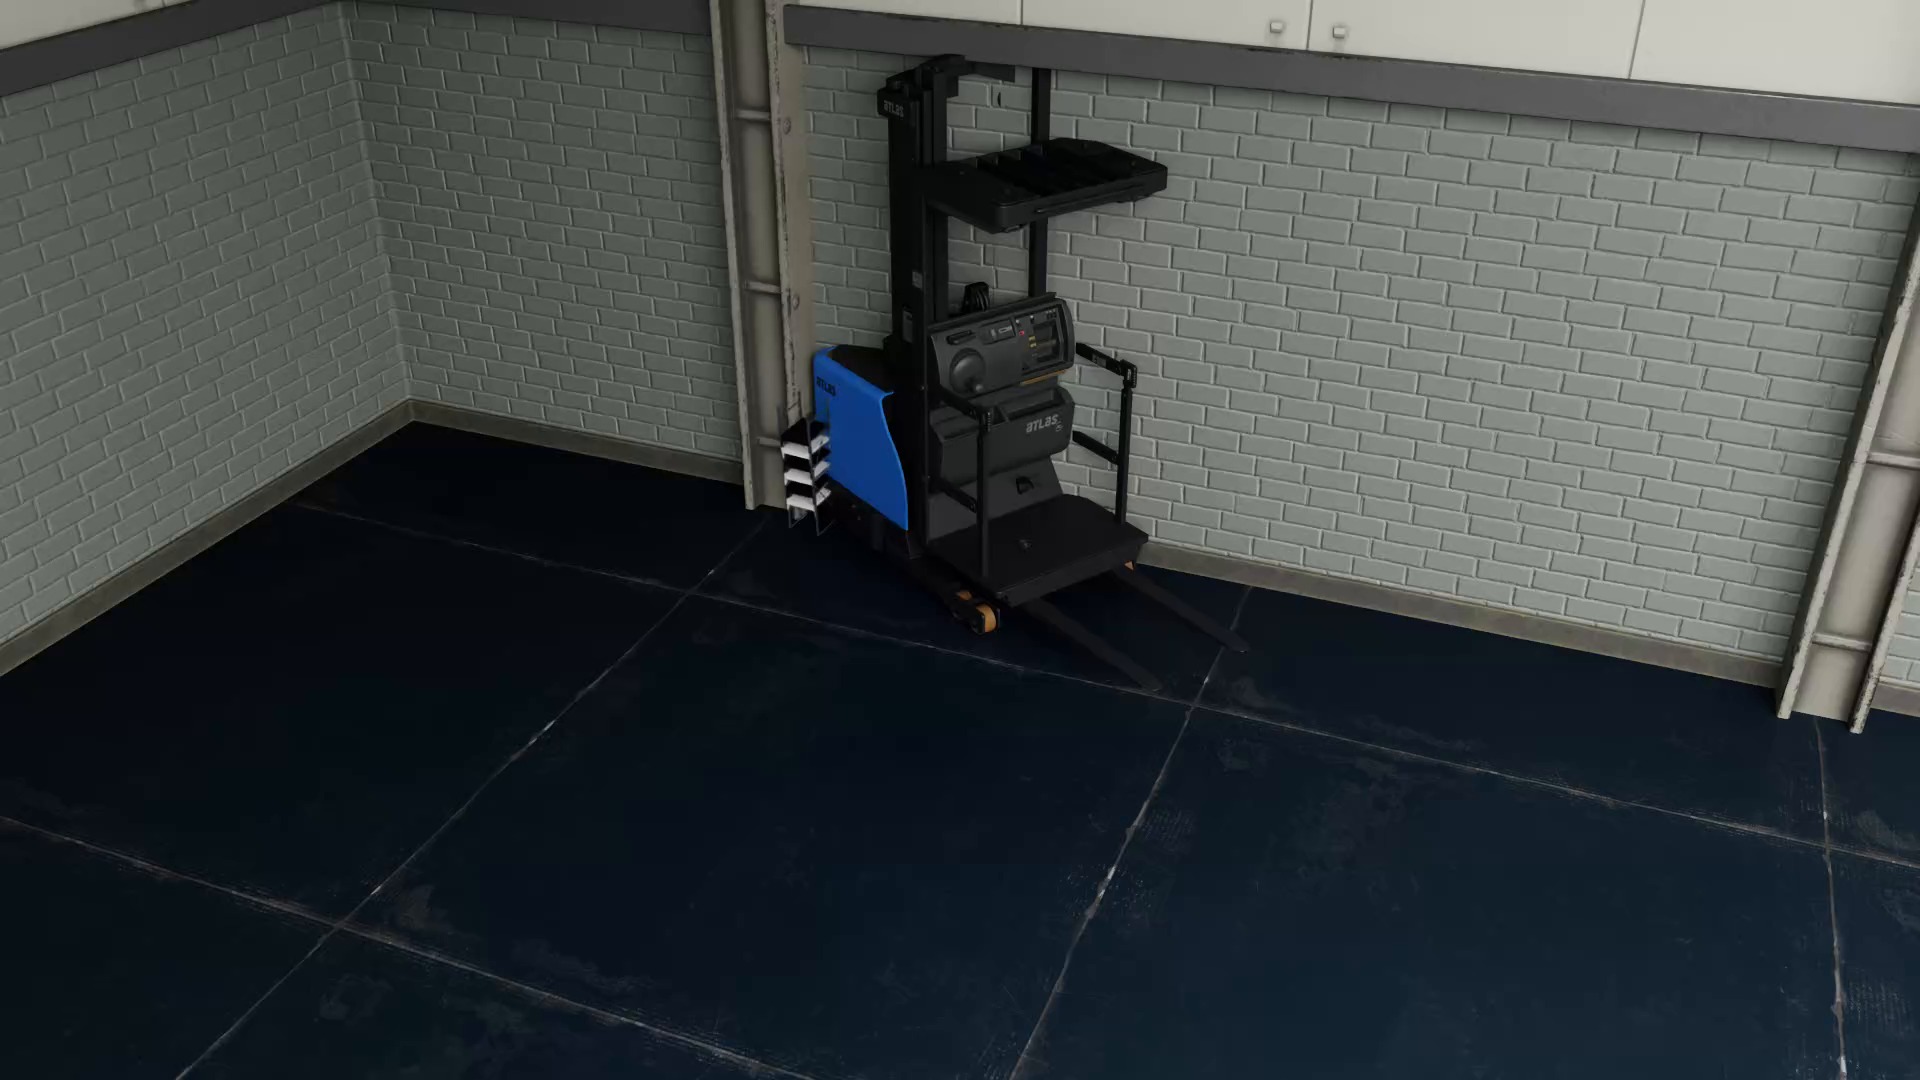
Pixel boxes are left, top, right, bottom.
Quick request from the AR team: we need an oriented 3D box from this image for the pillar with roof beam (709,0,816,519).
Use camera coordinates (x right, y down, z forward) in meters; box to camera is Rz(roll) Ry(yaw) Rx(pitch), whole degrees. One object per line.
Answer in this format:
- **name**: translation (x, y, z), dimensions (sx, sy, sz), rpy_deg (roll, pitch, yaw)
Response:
- **pillar with roof beam**: translation (-2.737, -2.189, 4.889), dimensions (0.400, 9.000, 9.100), rpy_deg (11, 31, 19)

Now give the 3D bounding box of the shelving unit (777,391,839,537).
- **shelving unit**: translation (-0.919, -0.434, 10.113), dimensions (0.210, 0.900, 0.258), rpy_deg (15, 36, 25)

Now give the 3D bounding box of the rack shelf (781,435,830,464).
- **rack shelf**: translation (-0.924, -0.558, 10.034), dimensions (0.200, 0.077, 0.258), rpy_deg (15, 36, 25)

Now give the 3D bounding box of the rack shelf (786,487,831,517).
- **rack shelf**: translation (-0.912, -0.254, 10.226), dimensions (0.200, 0.077, 0.258), rpy_deg (15, 36, 25)

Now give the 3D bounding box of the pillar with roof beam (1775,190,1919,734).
- **pillar with roof beam**: translation (2.823, -1.079, 2.925), dimensions (0.400, 9.000, 9.100), rpy_deg (11, 31, 19)

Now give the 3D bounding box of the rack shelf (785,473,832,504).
- **rack shelf**: translation (-0.915, -0.330, 10.178), dimensions (0.200, 0.077, 0.258), rpy_deg (15, 36, 25)

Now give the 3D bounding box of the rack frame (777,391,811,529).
- **rack frame**: translation (-1.008, -0.458, 10.156), dimensions (0.006, 0.900, 0.240), rpy_deg (15, 36, 25)

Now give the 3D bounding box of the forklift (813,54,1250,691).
- **forklift**: translation (0.367, -1.024, 8.994), dimensions (1.130, 2.935, 3.031), rpy_deg (-19, 35, -30)

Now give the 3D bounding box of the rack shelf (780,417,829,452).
- **rack shelf**: translation (-0.927, -0.634, 9.986), dimensions (0.200, 0.077, 0.258), rpy_deg (15, 36, 25)

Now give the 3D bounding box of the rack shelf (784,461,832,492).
- **rack shelf**: translation (-0.918, -0.406, 10.130), dimensions (0.200, 0.077, 0.258), rpy_deg (15, 36, 25)

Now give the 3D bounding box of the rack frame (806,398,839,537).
- **rack frame**: translation (-0.830, -0.411, 10.070), dimensions (0.006, 0.900, 0.240), rpy_deg (15, 36, 25)

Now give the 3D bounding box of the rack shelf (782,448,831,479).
- **rack shelf**: translation (-0.921, -0.482, 10.082), dimensions (0.200, 0.077, 0.258), rpy_deg (15, 36, 25)
